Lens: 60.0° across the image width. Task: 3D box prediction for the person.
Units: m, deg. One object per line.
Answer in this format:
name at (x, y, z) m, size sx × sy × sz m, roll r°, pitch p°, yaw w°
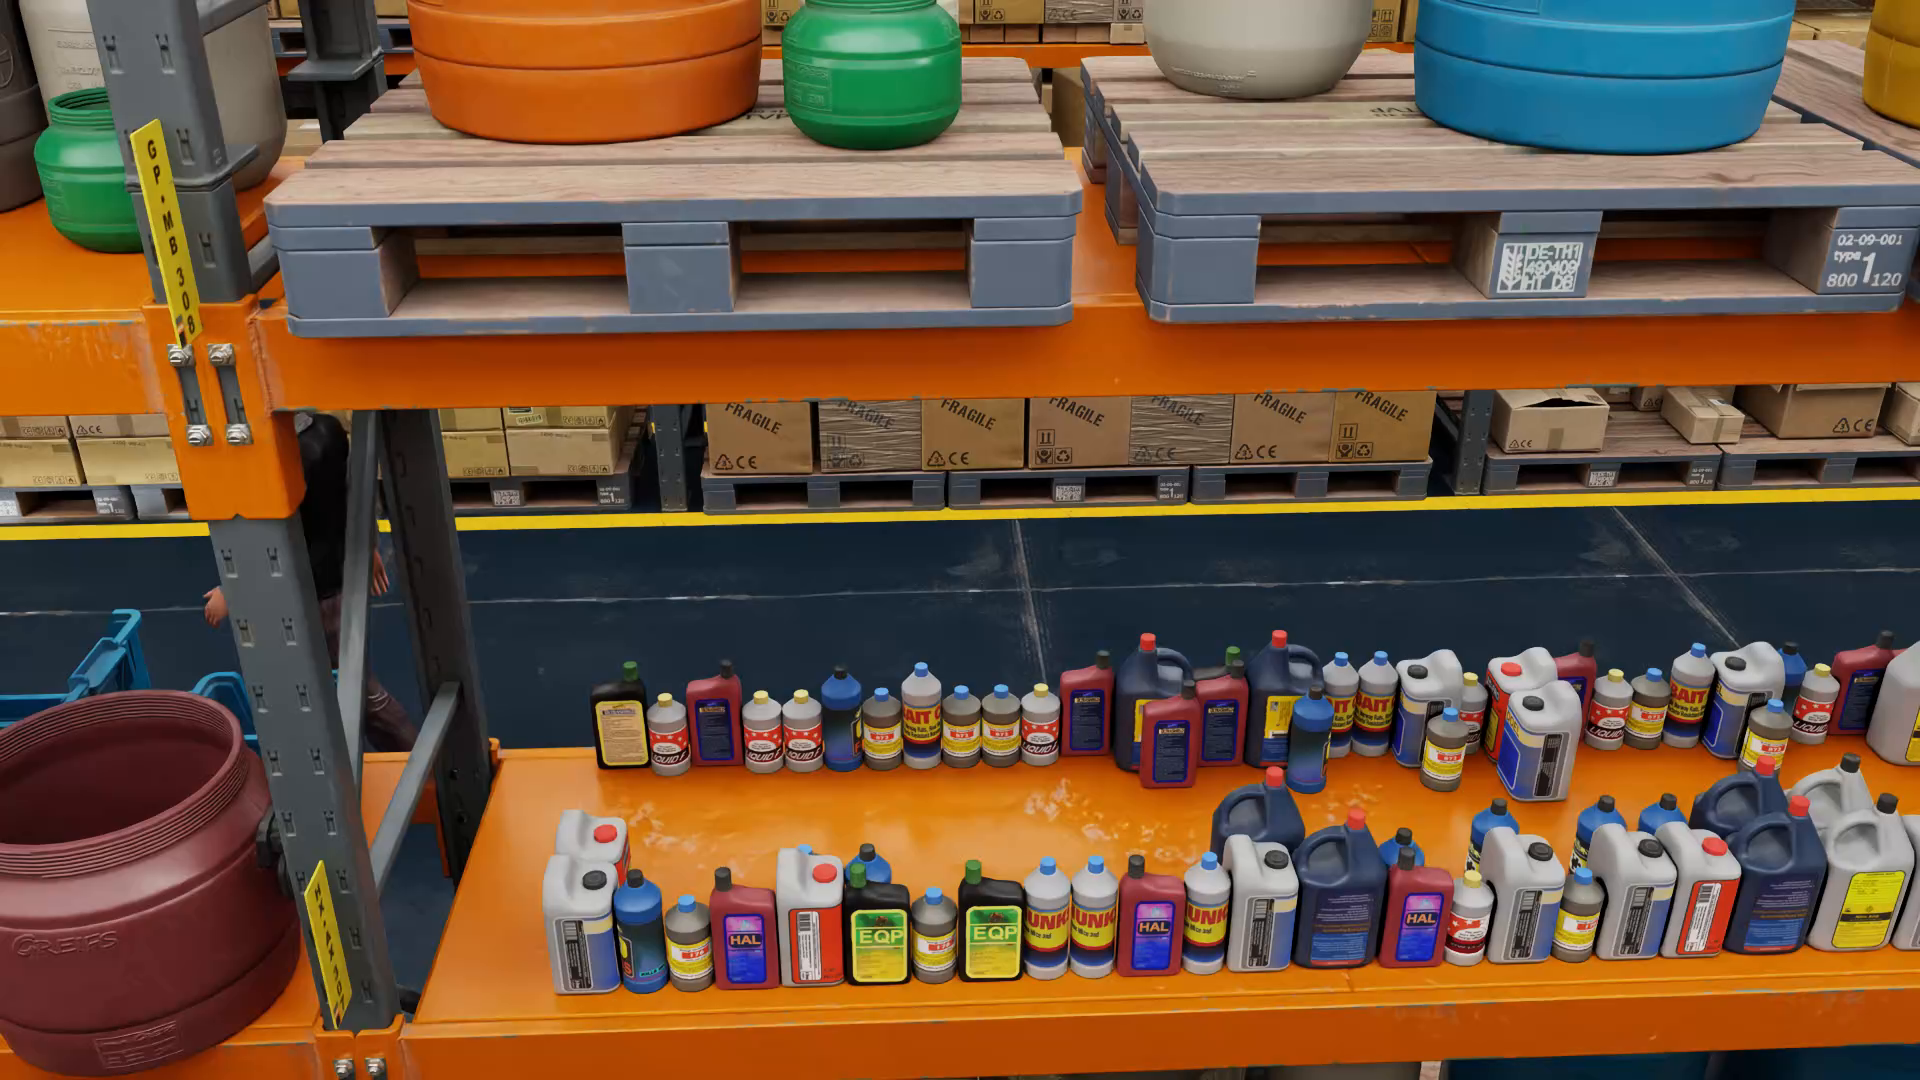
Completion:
person at (-2.335, 0.172, 5.822) m, size 0.863 × 1.730 × 0.566 m, roll 2°, pitch 27°, yaw 4°
